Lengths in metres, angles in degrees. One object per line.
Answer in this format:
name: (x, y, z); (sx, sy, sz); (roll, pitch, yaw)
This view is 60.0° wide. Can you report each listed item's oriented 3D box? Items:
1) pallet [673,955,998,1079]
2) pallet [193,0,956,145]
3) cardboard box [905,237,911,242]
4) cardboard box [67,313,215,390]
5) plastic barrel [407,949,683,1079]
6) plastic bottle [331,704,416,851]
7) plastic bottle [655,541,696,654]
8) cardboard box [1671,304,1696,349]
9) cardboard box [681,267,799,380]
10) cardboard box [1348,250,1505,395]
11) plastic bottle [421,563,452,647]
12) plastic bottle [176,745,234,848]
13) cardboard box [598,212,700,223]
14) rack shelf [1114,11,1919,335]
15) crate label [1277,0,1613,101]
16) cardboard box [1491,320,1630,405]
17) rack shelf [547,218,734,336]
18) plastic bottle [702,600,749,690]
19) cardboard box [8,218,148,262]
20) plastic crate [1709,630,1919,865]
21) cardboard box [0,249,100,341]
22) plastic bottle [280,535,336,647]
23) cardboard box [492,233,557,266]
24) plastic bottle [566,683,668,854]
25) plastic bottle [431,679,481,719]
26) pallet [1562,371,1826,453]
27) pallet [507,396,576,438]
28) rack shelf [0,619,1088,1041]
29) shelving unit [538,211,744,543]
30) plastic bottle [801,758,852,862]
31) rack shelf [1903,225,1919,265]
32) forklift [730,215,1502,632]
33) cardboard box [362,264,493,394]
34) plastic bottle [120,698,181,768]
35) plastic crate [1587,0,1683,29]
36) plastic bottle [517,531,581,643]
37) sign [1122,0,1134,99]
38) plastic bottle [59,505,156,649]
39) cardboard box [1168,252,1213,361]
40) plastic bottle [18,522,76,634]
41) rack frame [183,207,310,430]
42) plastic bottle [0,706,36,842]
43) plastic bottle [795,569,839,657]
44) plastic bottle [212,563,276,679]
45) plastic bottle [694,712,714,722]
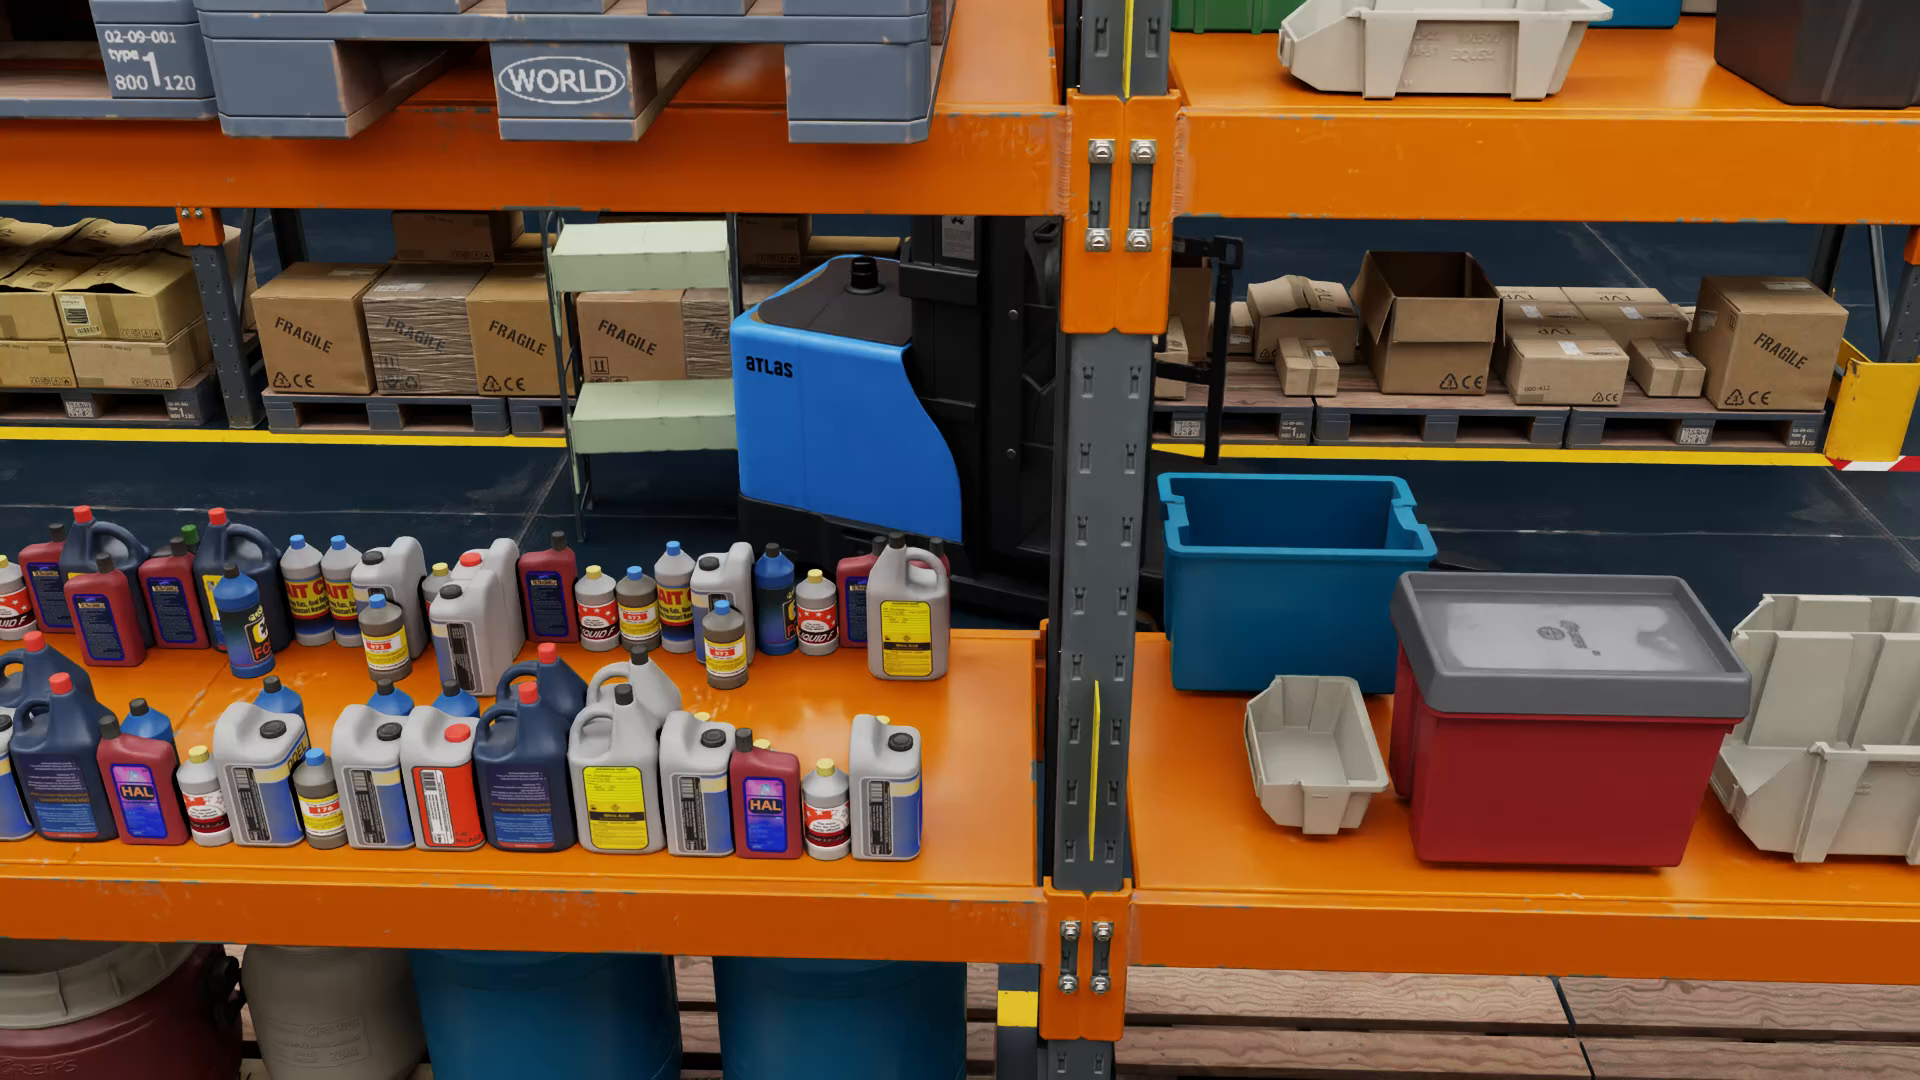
pallet: (-0.509, 1.479, 4.235); (1.213, 0.211, 1.003); (1, 28, 2)
pallet: (-0.526, -0.930, 2.801); (1.003, 0.211, 1.213); (1, 28, 2)
cardboard box: (-0.035, -1.251, 8.607); (0.500, 0.500, 0.500); (0, 28, -1)
cardboard box: (-4.093, -0.971, 8.366); (0.500, 0.250, 0.500); (2, 28, 3)
plastic barrel: (-0.990, 0.992, 3.968); (0.708, 0.901, 0.600); (1, 28, 2)
plastic bottle: (-1.148, 0.462, 3.308); (0.135, 0.276, 0.152); (1, 28, 2)
plastic bottle: (-0.669, 0.129, 3.941); (0.097, 0.271, 0.097); (0, 28, 0)
cardboard box: (3.781, -1.088, 8.655); (0.250, 0.166, 0.380); (1, 28, 2)
cardboard box: (-1.059, -1.024, 8.178); (0.500, 0.500, 0.500); (1, 28, 2)
cardboard box: (2.317, -1.102, 8.322); (0.637, 0.503, 0.797); (1, 28, 2)
plastic bottle: (-1.229, 0.151, 3.975); (0.097, 0.201, 0.097); (0, 28, 0)
plastic bottle: (-1.497, 0.502, 3.312); (0.097, 0.201, 0.097); (0, 28, 0)
cardboard box: (-1.536, -1.607, 8.478); (0.500, 0.250, 0.500); (0, 28, 1)
rack shelf: (2.260, -0.695, 2.925); (4.000, 0.370, 1.077); (1, 28, 2)
crate label: (0.740, -0.786, 2.610); (0.466, 0.136, 0.293); (1, 28, 2)
cardboard box: (2.936, -0.876, 8.166); (0.500, 0.250, 0.500); (1, 28, 2)
rack shelf: (-1.298, -1.102, 6.895); (0.720, 0.370, 0.431); (-2, 28, -4)
plastic bottle: (-0.540, 0.233, 3.819); (0.097, 0.201, 0.097); (0, 28, 0)
cardboard box: (-4.596, -1.475, 8.718); (0.500, 0.311, 0.500); (0, 28, 1)
plastic crate: (1.780, 0.416, 3.324); (0.530, 0.282, 0.437); (1, 28, 2)
cardboard box: (-4.610, -1.223, 8.243); (0.500, 0.311, 0.500); (1, 28, 1)
plastic bottle: (-1.558, 0.114, 3.969); (0.097, 0.271, 0.097); (0, 28, 0)
cardboard box: (-2.098, -1.281, 8.663); (0.500, 0.500, 0.500); (0, 28, 0)
plastic bottle: (-0.669, 0.439, 3.272); (0.185, 0.351, 0.144); (1, 28, 2)
plastic bottle: (-1.028, 0.408, 3.416); (0.097, 0.271, 0.097); (0, 28, 0)
pallet: (3.564, -0.755, 8.449); (1.213, 0.211, 1.003); (1, 28, 2)
pallet: (-1.597, -0.822, 8.575); (1.213, 0.211, 1.003); (1, 28, 2)
rack shelf: (-1.738, 0.564, 3.752); (4.000, 0.370, 1.077); (1, 28, 2)
shelving unit: (-1.298, -0.757, 7.077); (0.755, 1.500, 0.431); (-2, 28, -4)
plastic bottle: (-0.261, 0.523, 3.274); (0.097, 0.201, 0.097); (0, 28, 0)
rack shelf: (2.438, -1.689, 8.001); (4.000, 0.370, 1.077); (1, 28, 2)
forklift: (0.627, -1.141, 6.273); (3.031, 2.935, 1.130); (12, 30, 21)
cardboard box: (-2.590, -1.048, 8.224); (0.500, 0.500, 0.500); (0, 28, 0)
plastic bottle: (-1.628, 0.440, 3.354); (0.097, 0.271, 0.097); (0, 28, 0)
plastic crate: (1.182, -1.107, 3.111); (0.300, 0.233, 0.416); (1, 28, 2)
plastic bottle: (-0.978, 0.110, 3.964); (0.133, 0.283, 0.061); (1, 28, 2)
sign: (0.239, -0.793, 2.331); (0.005, 0.325, 0.100); (1, 28, 2)
plastic bottle: (-2.018, 0.083, 3.944); (0.185, 0.351, 0.144); (1, 28, 2)
cardboard box: (1.019, -1.253, 8.610); (0.500, 0.500, 0.500); (1, 28, 2)
plastic bottle: (-2.175, 0.090, 4.001); (0.133, 0.283, 0.061); (1, 28, 2)
rack frame: (-3.558, -2.106, 8.019); (0.127, 3.000, 1.000); (1, 28, 2)
plastic bottle: (-1.930, 0.449, 3.333); (0.135, 0.276, 0.152); (1, 28, 2)
plastic bottle: (-0.340, 0.166, 3.947); (0.097, 0.201, 0.097); (0, 28, 0)
plastic bottle: (-1.660, 0.180, 3.845); (0.097, 0.271, 0.097); (0, 28, 0)
plastic bottle: (-0.524, 0.447, 3.416); (0.097, 0.201, 0.097); (0, 28, 0)
